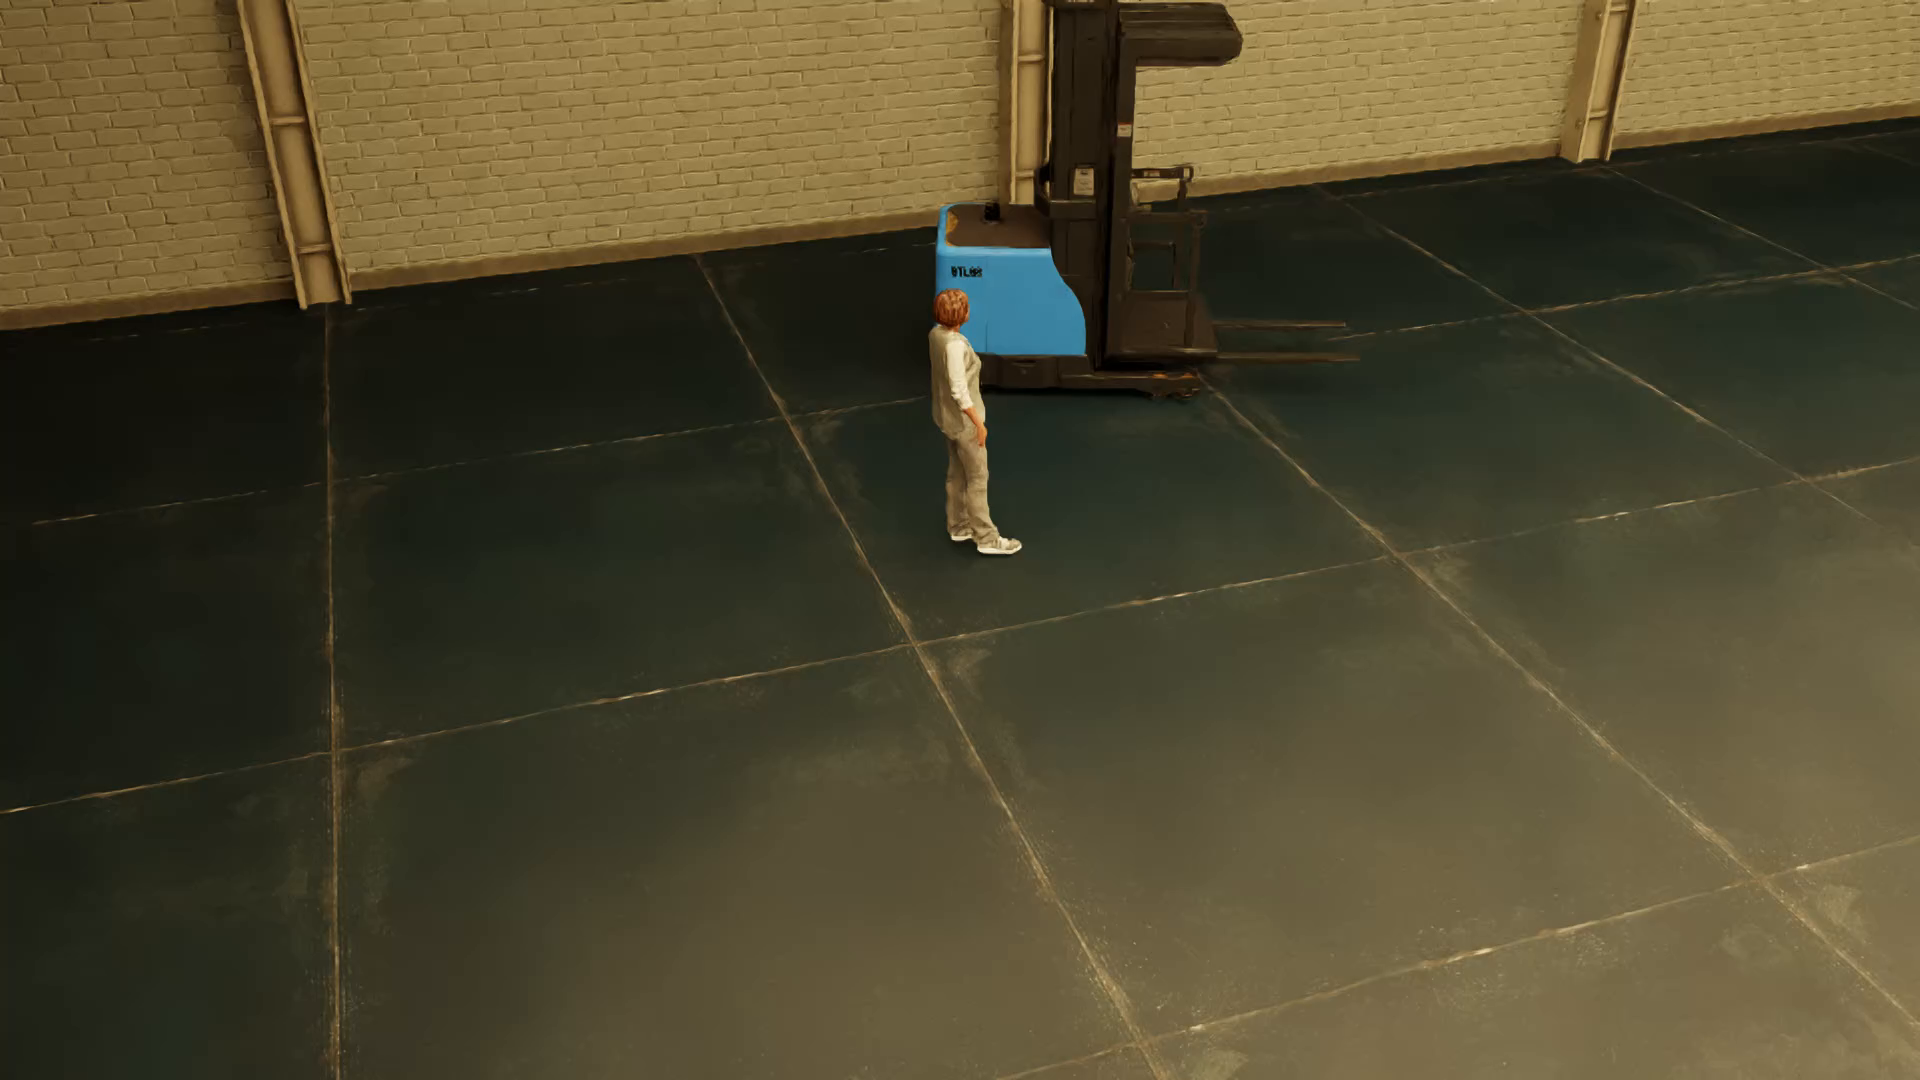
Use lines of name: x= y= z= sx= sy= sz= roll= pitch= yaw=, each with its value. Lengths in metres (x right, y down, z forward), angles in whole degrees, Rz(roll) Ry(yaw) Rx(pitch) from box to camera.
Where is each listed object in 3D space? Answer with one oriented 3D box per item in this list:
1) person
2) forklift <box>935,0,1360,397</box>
person: x=0.075 y=-0.703 z=9.633 sx=0.474 sy=1.597 sz=0.521 roll=-10 pitch=31 yaw=-16
forklift: x=1.342 y=-2.552 z=11.522 sx=3.031 sy=2.935 sz=1.130 roll=1 pitch=30 yaw=1
